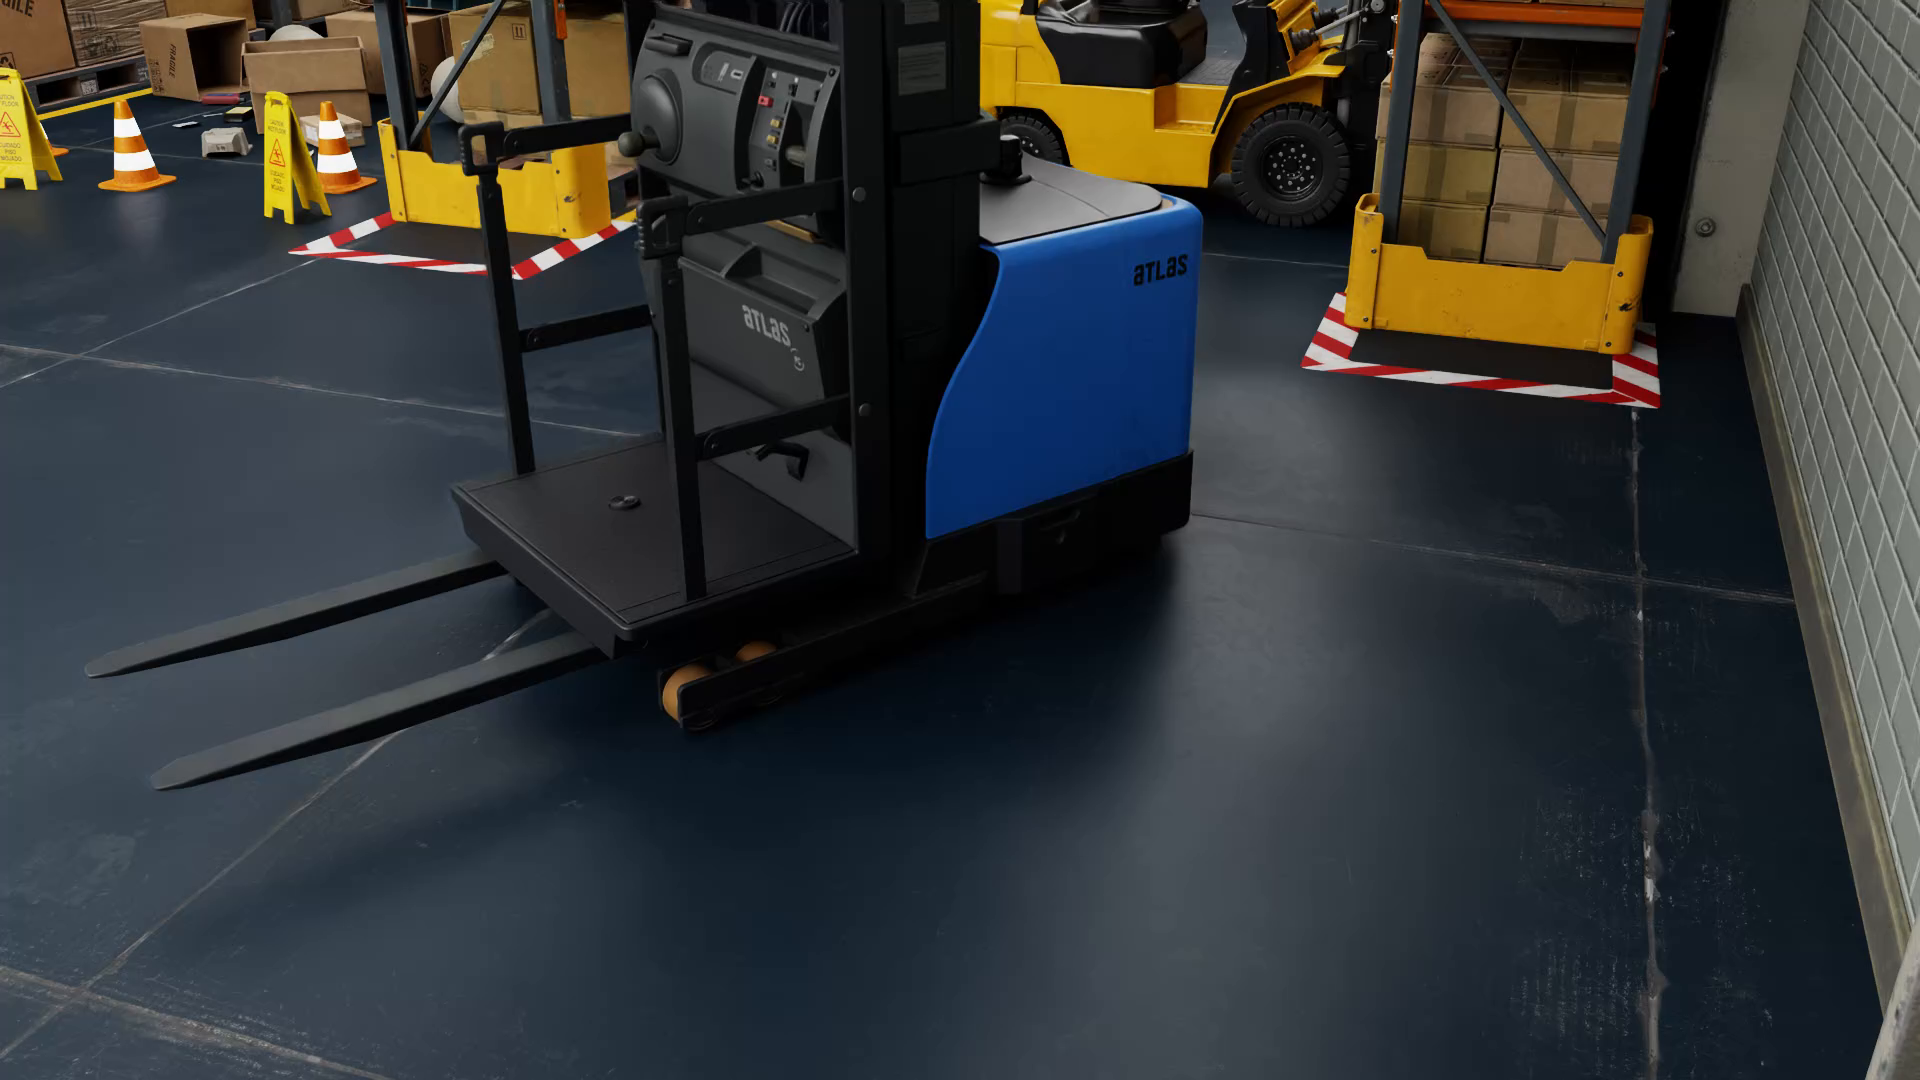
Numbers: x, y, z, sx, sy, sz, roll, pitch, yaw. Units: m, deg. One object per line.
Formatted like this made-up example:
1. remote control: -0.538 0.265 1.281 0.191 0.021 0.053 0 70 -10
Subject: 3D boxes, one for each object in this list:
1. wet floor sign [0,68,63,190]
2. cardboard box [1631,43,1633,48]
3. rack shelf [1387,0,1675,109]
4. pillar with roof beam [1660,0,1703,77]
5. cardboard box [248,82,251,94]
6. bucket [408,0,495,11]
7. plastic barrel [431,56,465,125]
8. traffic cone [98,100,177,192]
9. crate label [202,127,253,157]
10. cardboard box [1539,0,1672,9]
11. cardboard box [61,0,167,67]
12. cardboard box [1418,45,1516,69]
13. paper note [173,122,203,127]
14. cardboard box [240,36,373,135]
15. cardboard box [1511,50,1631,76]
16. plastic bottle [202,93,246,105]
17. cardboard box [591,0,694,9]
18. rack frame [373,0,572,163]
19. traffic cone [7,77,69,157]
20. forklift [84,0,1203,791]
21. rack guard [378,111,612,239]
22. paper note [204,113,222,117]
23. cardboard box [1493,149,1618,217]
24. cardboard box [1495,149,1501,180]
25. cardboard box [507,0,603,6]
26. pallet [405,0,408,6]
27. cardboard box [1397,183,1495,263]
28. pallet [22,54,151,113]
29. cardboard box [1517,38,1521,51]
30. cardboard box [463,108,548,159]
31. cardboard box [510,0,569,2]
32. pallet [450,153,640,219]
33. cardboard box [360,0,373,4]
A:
1. wet floor sign: -5.267 -2.302 9.265 0.267 0.644 0.232 4 26 8
2. cardboard box: 3.114 -2.457 8.409 0.500 0.250 0.500 8 27 16
3. rack shelf: 2.924 -2.765 8.343 1.077 0.370 4.000 9 27 17
4. pillar with roof beam: 1.277 -8.212 11.884 9.100 9.000 0.400 9 27 17
5. cardboard box: -4.629 -3.101 11.349 0.396 0.266 0.258 14 29 26
6. bucket: -3.665 -4.125 12.340 0.726 0.611 0.620 20 22 35
7. plastic barrel: -3.164 -2.893 10.740 0.421 0.421 0.512 -14 29 -27
8. traffic cone: -4.657 -2.228 9.320 0.336 0.463 0.334 9 27 17
9. crate label: -4.453 -2.413 10.077 0.250 0.136 0.298 -5 26 -9
10. cardboard box: 2.686 -2.475 6.804 0.500 0.500 0.500 10 27 19
11. cardboard box: -6.365 -3.918 11.857 0.875 0.875 0.875 9 27 18
12. cardboard box: 2.282 -2.113 7.698 0.500 0.250 0.500 9 27 18
13. paper note: -5.016 -2.705 10.804 0.144 0.017 0.142 20 32 35
14. cardboard box: -4.226 -2.950 10.766 0.797 0.503 0.637 -9 27 -18
15. cardboard box: 2.760 -2.044 7.555 0.500 0.250 0.500 9 27 18
16. plastic bottle: -5.051 -3.036 11.450 0.283 0.061 0.133 0 26 -1
17. cardboard box: -1.717 -2.790 9.384 0.500 0.500 0.500 8 27 16
18. rack frame: -2.423 -2.985 7.972 1.000 3.000 0.127 9 27 17
19. traffic cone: -5.609 -2.532 9.947 0.336 0.463 0.334 9 27 17
20. forklift: -0.756 -1.094 4.147 3.031 2.935 1.130 -19 31 -33
21. rack guard: -2.398 -1.891 8.582 1.175 0.500 0.348 9 27 17
22. paper note: -4.984 -2.837 11.098 0.123 0.001 0.032 -20 33 -36
23. cardboard box: 2.611 -1.606 7.224 0.500 0.250 0.500 9 27 18
24. cardboard box: 2.303 -1.893 7.817 0.500 0.250 0.500 8 27 17
25. cardboard box: -2.232 -2.856 9.519 0.500 0.500 0.500 10 28 19
26. pallet: -5.204 -4.881 15.088 1.003 0.211 1.213 9 27 17
27. cardboard box: 2.117 -1.457 7.490 0.500 0.250 0.500 9 27 18
28. pallet: -6.525 -3.246 11.711 1.003 0.211 1.213 9 27 17
29. cardboard box: 2.617 -2.529 8.557 0.500 0.250 0.500 8 27 16
30. cardboard box: -2.400 -2.317 9.267 0.500 0.250 0.500 9 27 17
31. cardboard box: -2.344 -3.093 9.265 0.380 0.149 0.250 10 27 19
32. pallet: -2.094 -2.090 9.324 1.003 0.211 1.213 9 27 17
33. cardboard box: -5.347 -5.145 14.534 1.050 0.750 0.750 9 27 17
